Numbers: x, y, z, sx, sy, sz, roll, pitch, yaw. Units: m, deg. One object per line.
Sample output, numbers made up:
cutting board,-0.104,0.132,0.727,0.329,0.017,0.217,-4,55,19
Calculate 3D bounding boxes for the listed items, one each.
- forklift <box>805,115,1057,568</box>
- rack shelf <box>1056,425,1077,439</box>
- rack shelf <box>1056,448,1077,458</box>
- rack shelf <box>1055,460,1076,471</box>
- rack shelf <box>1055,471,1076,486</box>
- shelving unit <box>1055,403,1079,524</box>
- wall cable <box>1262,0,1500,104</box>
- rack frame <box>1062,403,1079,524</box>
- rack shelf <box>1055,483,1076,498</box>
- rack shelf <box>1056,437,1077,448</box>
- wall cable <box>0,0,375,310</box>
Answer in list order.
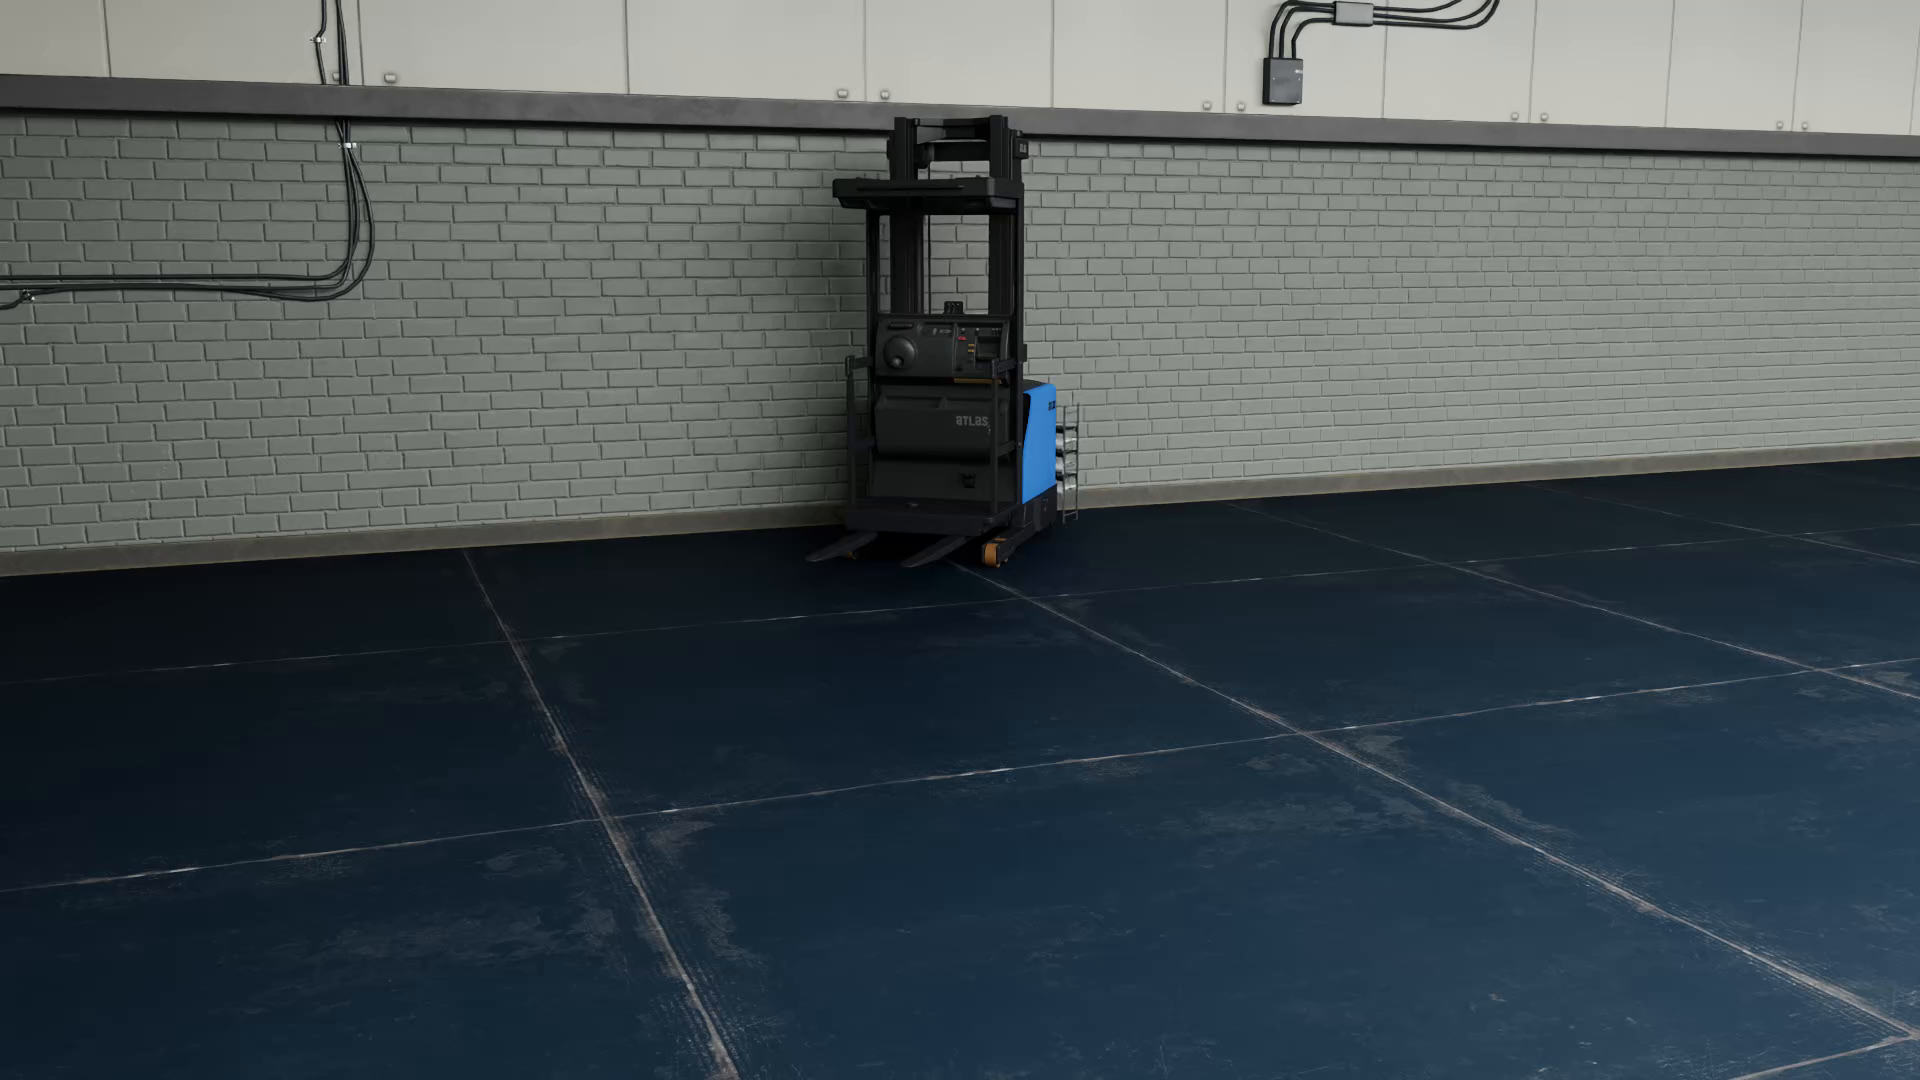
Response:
forklift,-0.178,-1.338,11.073,1.130,2.935,3.031,3,11,16
rack shelf,0.754,-0.825,12.635,0.200,0.077,0.258,6,12,30
rack shelf,0.754,-0.647,12.666,0.200,0.077,0.258,6,12,30
rack shelf,0.754,-0.559,12.682,0.200,0.077,0.258,6,12,30
rack shelf,0.754,-0.470,12.698,0.200,0.077,0.258,6,12,30
shelving unit,0.754,-0.592,12.676,0.210,0.900,0.258,6,12,30
wall cable,3.525,-6.520,13.166,2.305,6.003,0.169,-4,11,-21
rack frame,0.841,-0.582,12.625,0.006,0.900,0.240,6,12,30
rack shelf,0.754,-0.382,12.714,0.200,0.077,0.258,6,12,30
rack shelf,0.754,-0.736,12.651,0.200,0.077,0.258,6,12,30
wall cable,-5.329,-2.717,10.363,3.097,2.526,0.112,-4,11,-21
